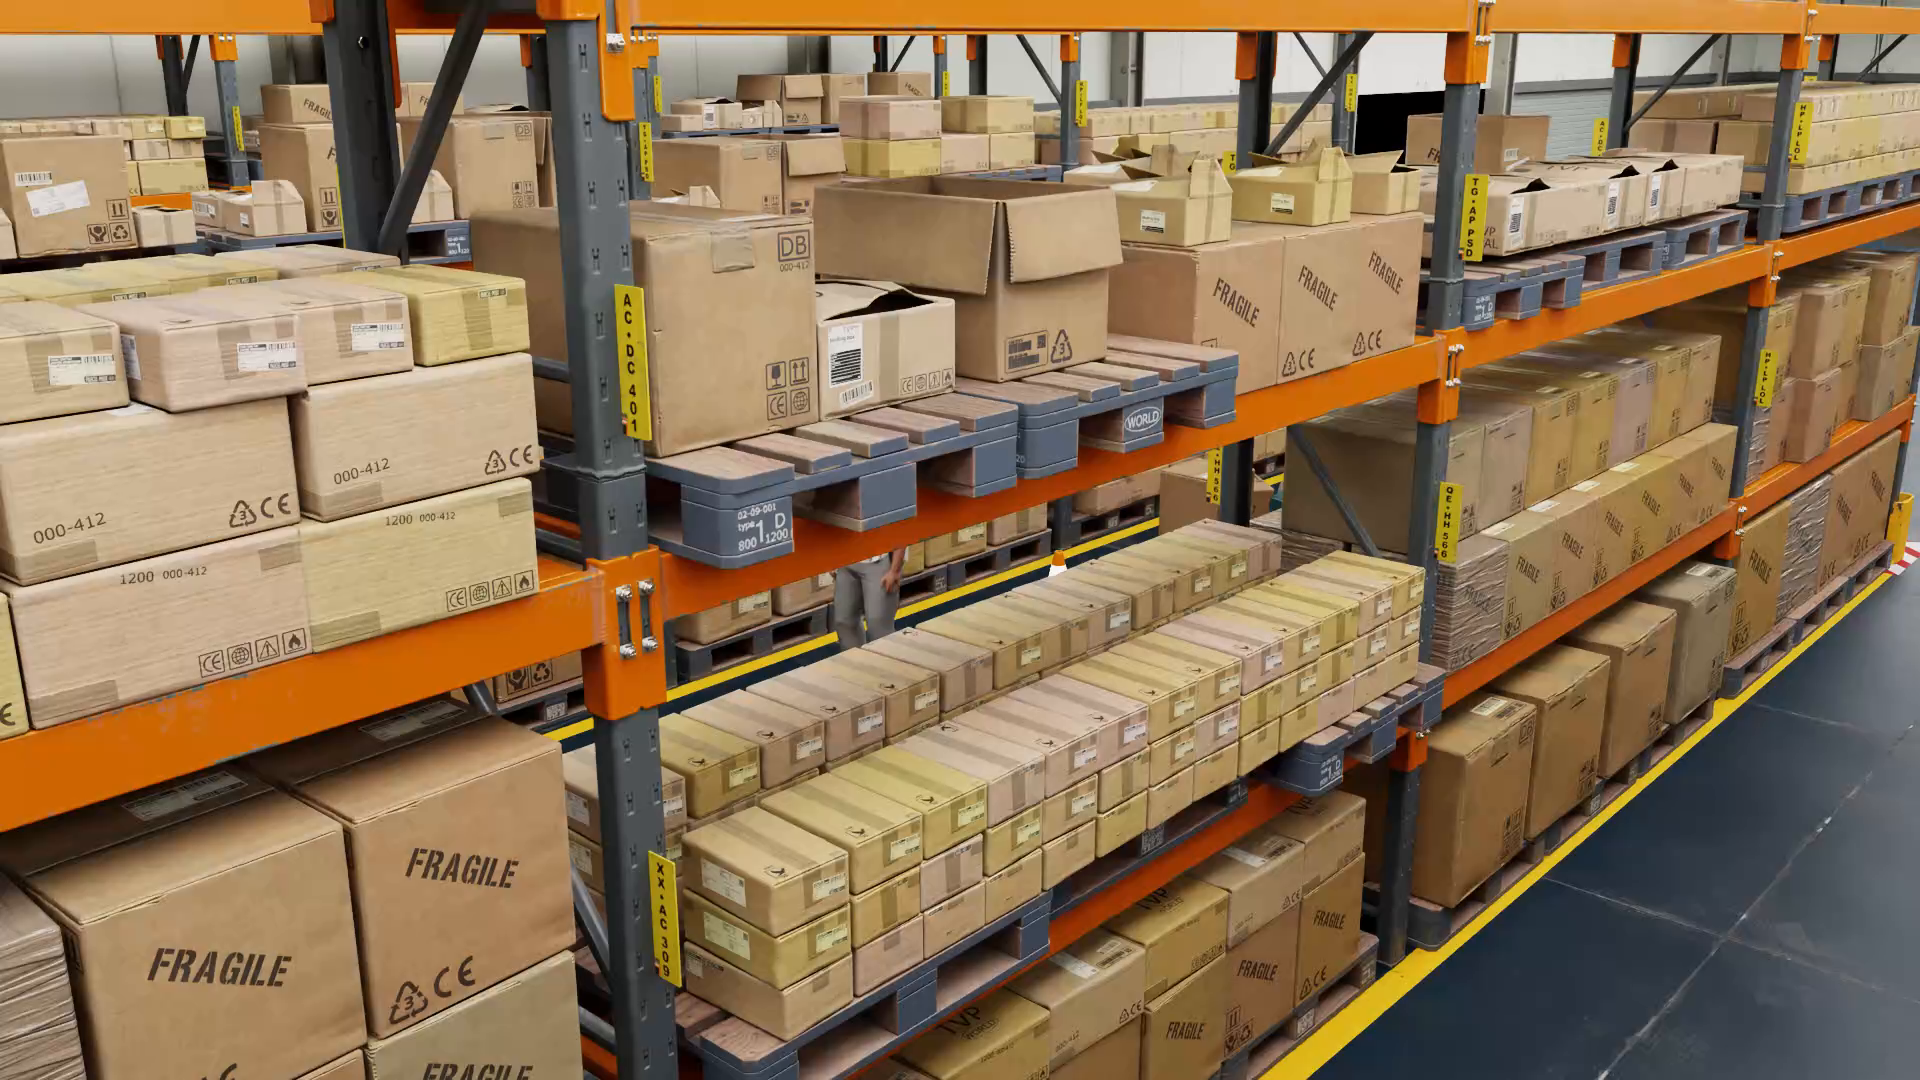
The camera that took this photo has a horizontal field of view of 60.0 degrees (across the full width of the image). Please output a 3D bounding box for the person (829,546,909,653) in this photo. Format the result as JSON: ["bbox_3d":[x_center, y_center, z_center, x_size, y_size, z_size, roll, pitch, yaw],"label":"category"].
[{"bbox_3d":[-0.550,0.132,10.090,0.585,1.748,0.433,14,22,39],"label":"person"}]
